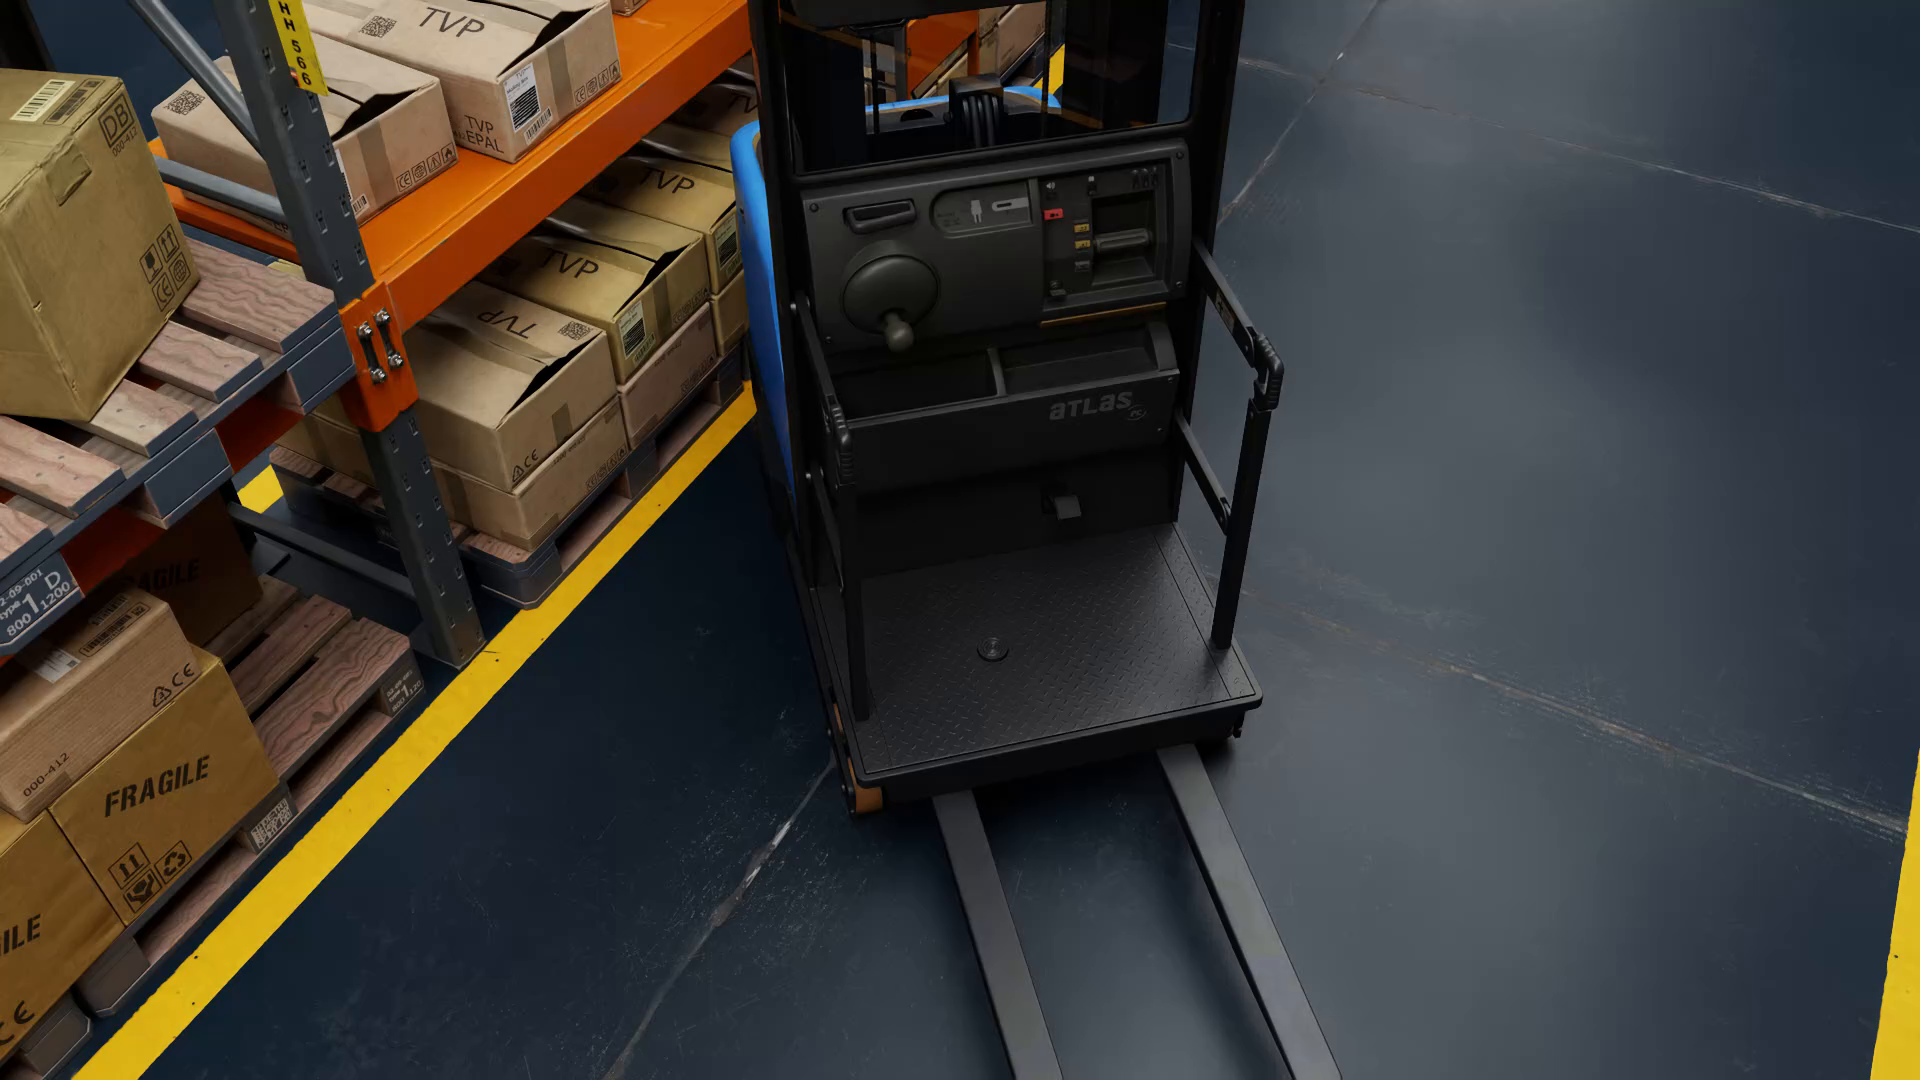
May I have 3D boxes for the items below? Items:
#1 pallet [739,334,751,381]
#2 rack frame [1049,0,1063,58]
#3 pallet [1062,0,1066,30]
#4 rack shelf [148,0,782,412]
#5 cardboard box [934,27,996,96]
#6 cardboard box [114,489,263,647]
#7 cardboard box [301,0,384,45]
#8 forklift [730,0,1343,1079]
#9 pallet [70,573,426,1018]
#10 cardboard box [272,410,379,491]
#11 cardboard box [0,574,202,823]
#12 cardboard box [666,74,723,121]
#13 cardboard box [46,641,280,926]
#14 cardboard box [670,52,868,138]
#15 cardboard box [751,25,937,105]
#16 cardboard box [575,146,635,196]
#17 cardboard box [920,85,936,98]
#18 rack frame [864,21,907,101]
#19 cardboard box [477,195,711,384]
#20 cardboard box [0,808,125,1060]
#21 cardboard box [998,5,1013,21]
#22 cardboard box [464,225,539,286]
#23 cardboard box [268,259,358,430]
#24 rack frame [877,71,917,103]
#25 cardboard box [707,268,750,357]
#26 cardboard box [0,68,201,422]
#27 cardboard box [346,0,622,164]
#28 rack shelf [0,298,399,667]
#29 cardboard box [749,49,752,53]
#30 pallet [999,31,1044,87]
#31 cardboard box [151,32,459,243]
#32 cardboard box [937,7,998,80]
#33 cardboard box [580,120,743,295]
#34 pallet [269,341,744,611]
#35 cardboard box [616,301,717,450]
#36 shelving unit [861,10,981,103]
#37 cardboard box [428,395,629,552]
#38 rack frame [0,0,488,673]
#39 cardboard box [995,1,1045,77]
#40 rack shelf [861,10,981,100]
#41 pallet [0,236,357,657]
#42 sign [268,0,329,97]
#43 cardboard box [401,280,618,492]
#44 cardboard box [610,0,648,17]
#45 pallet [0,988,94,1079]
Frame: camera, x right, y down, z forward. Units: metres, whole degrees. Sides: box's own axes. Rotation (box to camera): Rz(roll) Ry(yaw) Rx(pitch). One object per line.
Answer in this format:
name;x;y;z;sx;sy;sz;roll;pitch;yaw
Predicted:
pallet;-0.891;-1.162;6.250;1.003;0.211;1.213;20;49;19
rack frame;-0.018;-3.390;6.492;1.000;3.000;0.127;20;49;19
pallet;0.388;-2.897;7.965;1.003;0.211;1.213;20;49;19
rack shelf;-0.946;-1.877;5.502;1.077;0.370;4.000;20;49;19
cardboard box;-0.190;-1.896;6.653;0.500;0.250;0.500;20;49;18
cardboard box;-2.339;0.046;4.544;0.500;0.500;0.500;22;49;21
cardboard box;-1.702;-1.440;4.741;0.380;0.149;0.250;20;49;19
forklift;0.155;-0.598;3.781;1.130;2.935;3.031;-10;46;-10
pallet;-2.255;0.568;4.540;1.003;0.211;1.213;20;49;19
cardboard box;-1.847;-0.463;5.237;0.500;0.250;0.500;22;49;20
cardboard box;-2.124;0.294;3.772;0.500;0.250;0.500;22;49;21
cardboard box;-1.143;-1.621;5.987;0.500;0.311;0.500;22;49;20
cardboard box;-2.101;0.520;4.075;0.500;0.500;0.500;22;49;21
cardboard box;-0.658;-1.460;5.827;0.500;0.311;0.500;20;49;19
cardboard box;-0.422;-1.775;6.139;0.500;0.311;0.500;20;49;19
cardboard box;-1.378;-1.306;5.676;0.500;0.311;0.500;20;49;19
cardboard box;-0.427;-1.574;6.334;0.500;0.250;0.500;21;49;20
rack frame;-0.343;-1.444;5.192;0.400;2.100;0.015;20;48;19
cardboard box;-1.135;-0.815;5.190;0.500;0.311;0.500;19;48;18
cardboard box;-2.342;0.846;3.753;0.500;0.500;0.500;19;48;18
cardboard box;0.048;-2.419;6.775;0.500;0.311;0.500;20;49;19
cardboard box;-1.614;-0.989;5.363;0.500;0.311;0.500;20;49;18
cardboard box;-1.850;-0.660;5.037;0.500;0.311;0.500;22;49;20
rack frame;-0.119;-1.751;5.499;0.400;2.100;0.015;20;48;19
cardboard box;-0.903;-0.931;5.699;0.500;0.250;0.500;19;48;18
cardboard box;-2.067;-0.619;3.387;0.700;0.500;0.500;6;46;6
cardboard box;-1.288;-1.338;4.527;0.500;0.311;0.500;20;49;19
rack shelf;-2.803;0.643;3.012;1.077;0.370;4.000;20;49;19
cardboard box;-0.907;-1.950;6.312;0.500;0.311;0.500;19;48;18
pallet;-0.325;-1.933;7.012;1.003;0.211;1.213;20;49;19
cardboard box;-1.667;-1.054;4.245;0.500;0.311;0.500;23;50;21
cardboard box;-0.188;-2.089;6.449;0.500;0.311;0.500;22;49;20
cardboard box;-0.896;-1.136;5.507;0.500;0.311;0.500;19;48;18
pallet;-1.458;-0.396;5.493;1.003;0.211;1.213;20;49;19
cardboard box;-1.139;-0.601;5.373;0.500;0.250;0.500;19;48;18
shelving unit;-0.231;-1.597;5.346;0.431;2.100;0.503;20;48;19
cardboard box;-1.372;-0.284;5.060;0.500;0.250;0.500;20;49;19
rack frame;-1.875;-0.870;4.001;1.000;3.000;0.127;20;49;19
cardboard box;0.046;-2.214;6.967;0.500;0.250;0.500;20;49;19
rack shelf;-0.231;-1.588;5.355;0.431;0.518;0.480;20;48;19
pallet;-2.127;-0.353;3.624;1.213;0.211;1.003;20;49;19
sign;-1.390;-1.076;3.446;0.100;0.325;0.005;20;49;19
cardboard box;-1.372;-0.481;4.861;0.500;0.311;0.500;22;49;20
cardboard box;-1.110;-1.968;5.016;0.500;0.500;0.500;18;48;17
pallet;-2.822;1.333;3.784;1.003;0.211;1.213;20;49;19
